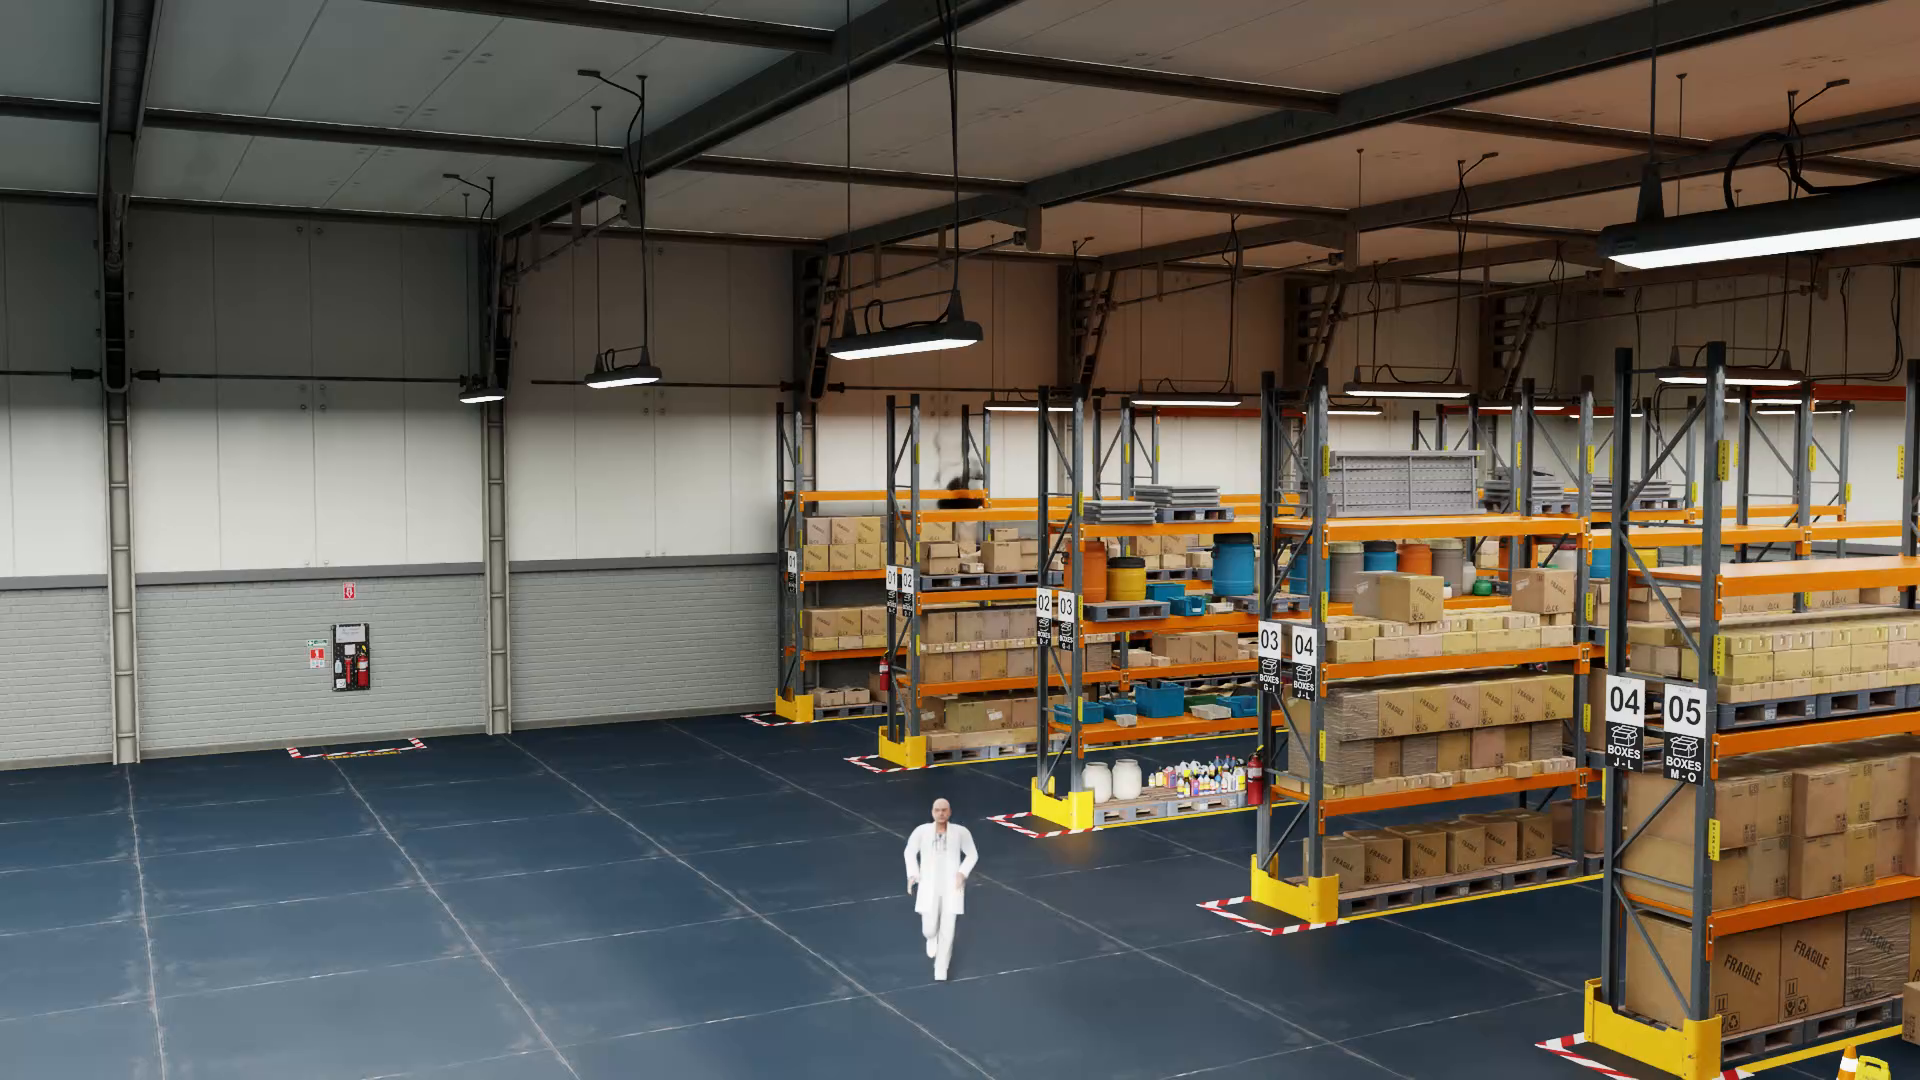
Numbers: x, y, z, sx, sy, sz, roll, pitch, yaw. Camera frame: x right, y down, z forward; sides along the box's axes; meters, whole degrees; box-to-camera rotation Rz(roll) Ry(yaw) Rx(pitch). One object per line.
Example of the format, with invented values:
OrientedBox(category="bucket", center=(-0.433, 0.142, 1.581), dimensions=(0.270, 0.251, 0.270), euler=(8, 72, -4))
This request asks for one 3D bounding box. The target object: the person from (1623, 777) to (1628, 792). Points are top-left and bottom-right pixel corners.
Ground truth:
OrientedBox(category="person", center=(9.354, 2.989, 23.409), dimensions=(0.939, 1.657, 0.604), euler=(-2, 4, -26))

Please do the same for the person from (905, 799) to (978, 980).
OrientedBox(category="person", center=(-0.184, 3.381, 16.229), dimensions=(0.724, 1.727, 0.643), euler=(0, 3, 1))
